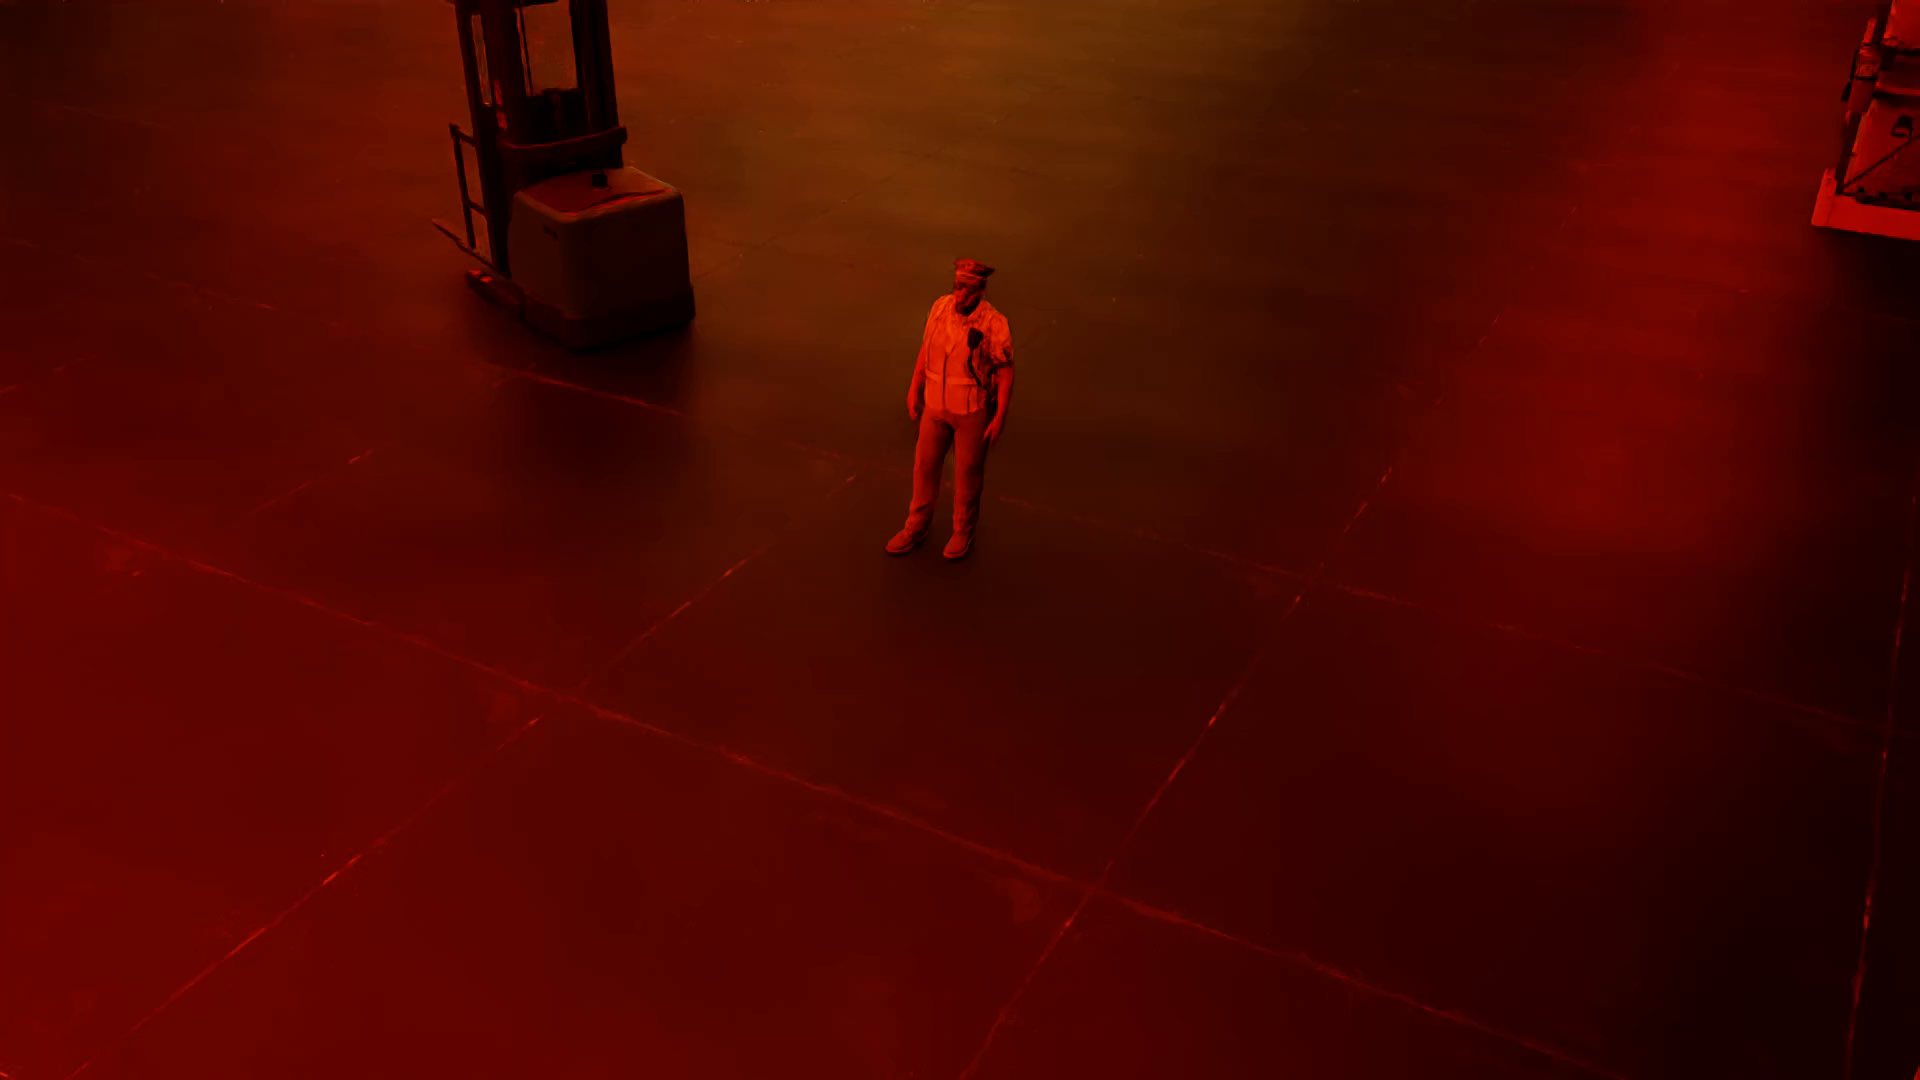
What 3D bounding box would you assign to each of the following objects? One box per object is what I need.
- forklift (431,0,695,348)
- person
[{"bbox_3d":[-3.364,-3.364,12.899,1.130,2.935,3.031,-22,37,-33],"label":"forklift"},{"bbox_3d":[-0.048,-0.747,9.500,0.640,1.781,0.574,15,33,25],"label":"person"}]
